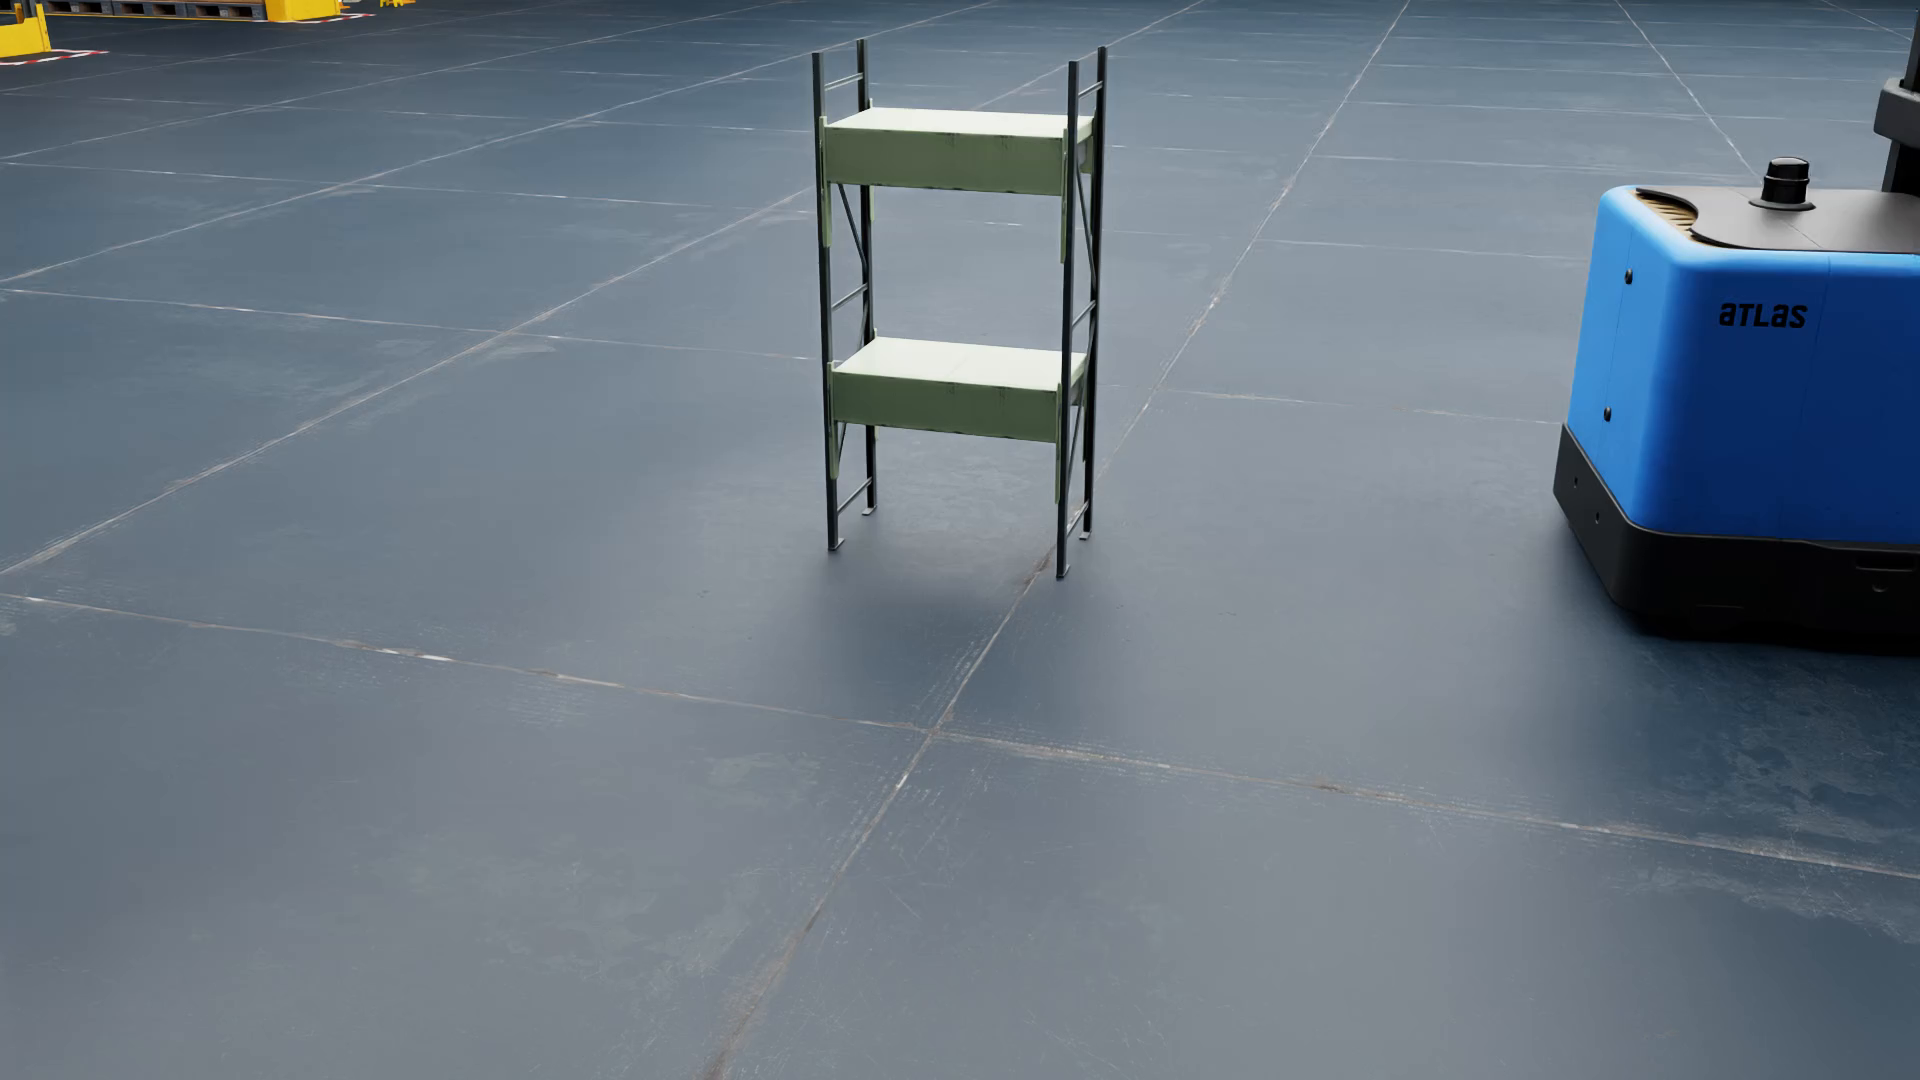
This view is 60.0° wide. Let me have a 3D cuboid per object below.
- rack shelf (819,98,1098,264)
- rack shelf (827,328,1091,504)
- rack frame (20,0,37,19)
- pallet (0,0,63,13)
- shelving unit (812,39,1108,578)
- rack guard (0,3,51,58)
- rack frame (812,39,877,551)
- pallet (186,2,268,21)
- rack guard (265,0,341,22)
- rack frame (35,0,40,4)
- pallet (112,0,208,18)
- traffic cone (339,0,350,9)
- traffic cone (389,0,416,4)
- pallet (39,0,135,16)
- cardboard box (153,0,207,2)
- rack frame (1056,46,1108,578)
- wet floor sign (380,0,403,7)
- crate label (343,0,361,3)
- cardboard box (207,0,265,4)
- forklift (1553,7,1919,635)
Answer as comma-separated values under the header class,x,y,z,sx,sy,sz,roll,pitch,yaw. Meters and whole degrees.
class,x,y,z,sx,sy,sz,roll,pitch,yaw
rack shelf,0.006,-1.054,4.836,0.720,0.370,0.431,7,23,16
rack shelf,0.006,-0.392,5.107,0.720,0.370,0.431,7,23,16
rack frame,-10.422,-6.674,17.588,0.127,3.000,1.000,7,23,16
pallet,-13.483,-7.671,23.692,1.213,0.211,1.003,7,23,16
shelving unit,0.006,-0.693,4.984,0.755,1.500,0.431,7,23,16
rack guard,-10.495,-5.526,18.083,0.348,0.500,1.175,7,23,16
rack frame,-0.344,-0.733,5.081,0.023,1.500,0.400,7,23,16
pallet,-9.681,-7.234,22.628,1.213,0.211,1.003,7,23,15
rack guard,-8.870,-7.306,22.422,0.348,0.500,1.175,7,23,16
rack frame,-12.722,-8.904,23.023,0.127,3.000,1.000,7,23,16
pallet,-10.845,-7.369,22.956,1.213,0.211,1.003,7,23,15
traffic cone,-8.991,-7.865,23.835,0.334,0.463,0.336,7,23,16
traffic cone,-8.339,-8.239,24.745,0.334,0.463,0.336,7,23,16
pallet,-12.017,-7.502,23.280,1.213,0.211,1.003,7,23,15
cardboard box,-10.404,-7.822,22.634,0.875,0.875,0.875,6,23,15
rack frame,0.357,-0.653,4.886,0.023,1.500,0.400,7,23,16
wet floor sign,-8.293,-8.092,24.147,0.232,0.644,0.267,3,22,6
crate label,-9.109,-8.152,24.962,0.298,0.136,0.250,-5,23,-12
cardboard box,-9.561,-7.727,22.400,0.875,0.875,0.875,7,23,16
forklift,3.391,-1.208,4.353,3.031,2.935,1.130,3,22,7
